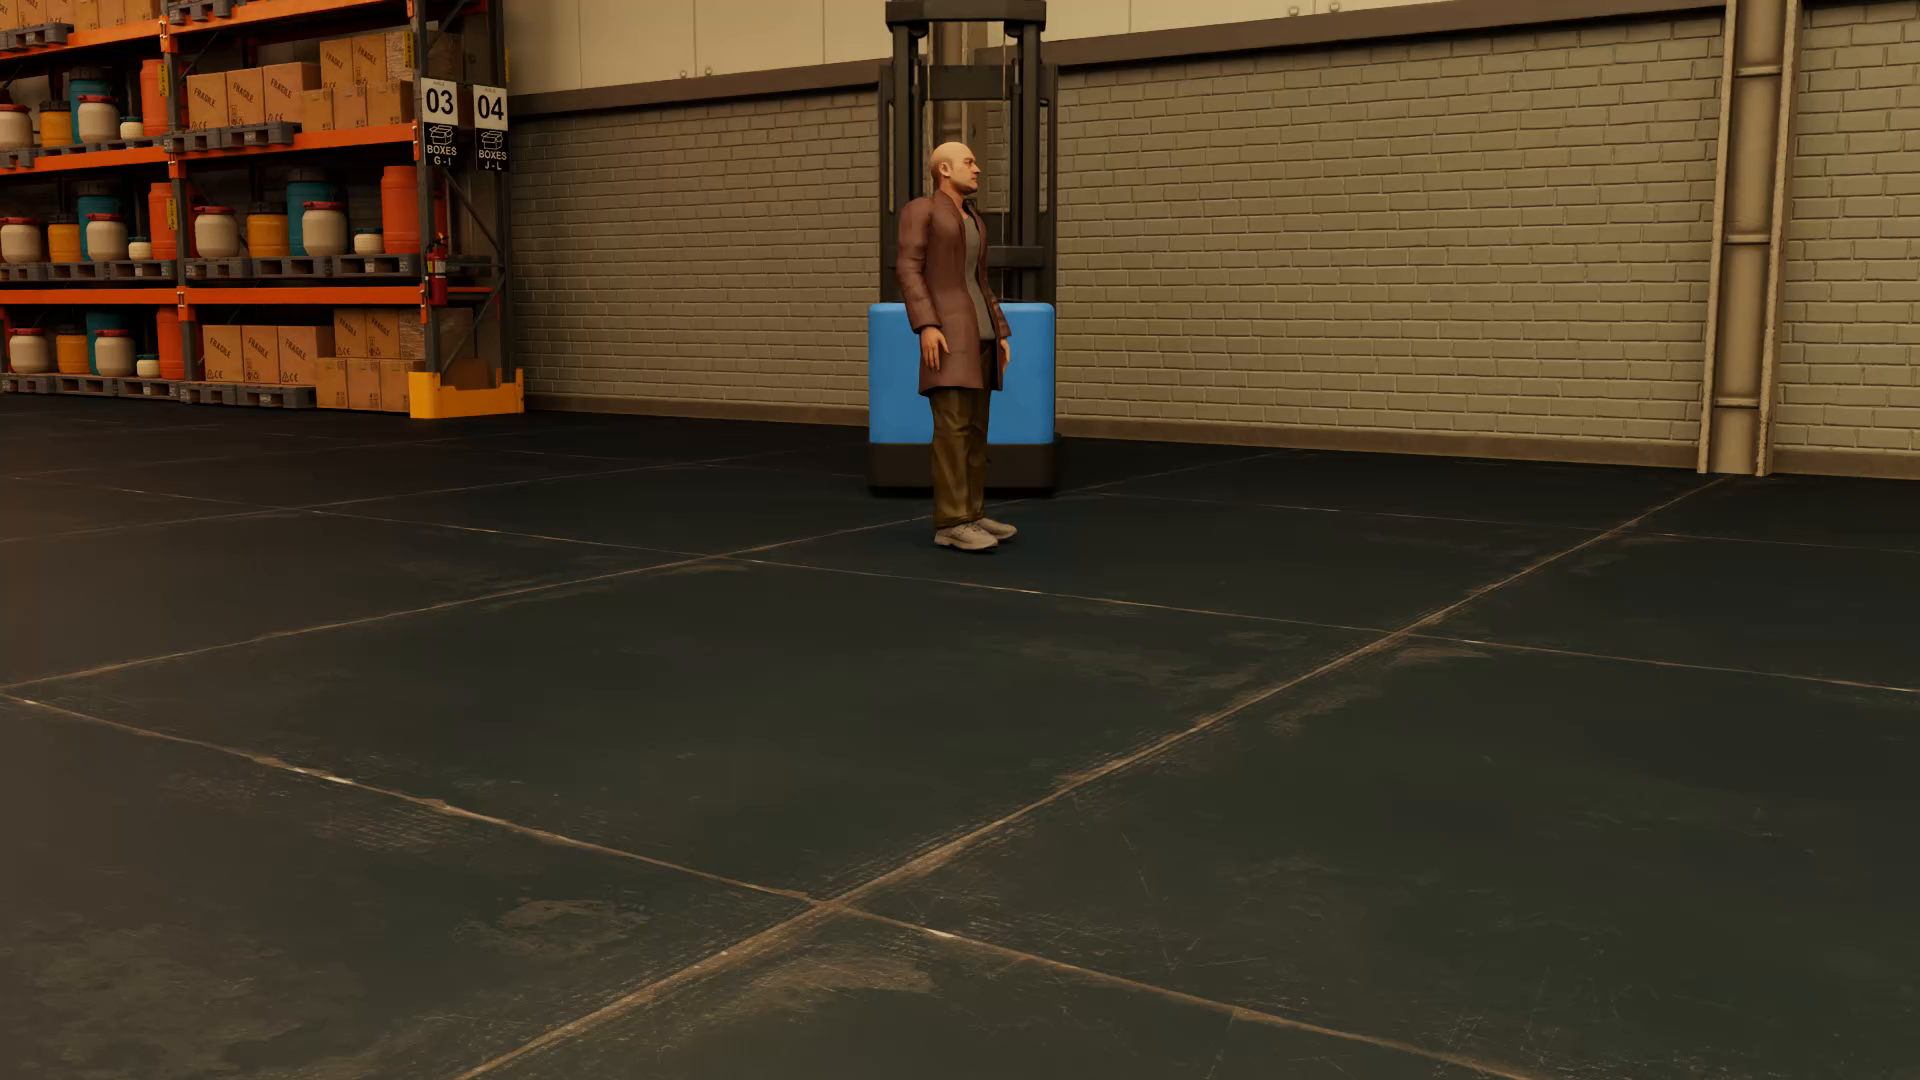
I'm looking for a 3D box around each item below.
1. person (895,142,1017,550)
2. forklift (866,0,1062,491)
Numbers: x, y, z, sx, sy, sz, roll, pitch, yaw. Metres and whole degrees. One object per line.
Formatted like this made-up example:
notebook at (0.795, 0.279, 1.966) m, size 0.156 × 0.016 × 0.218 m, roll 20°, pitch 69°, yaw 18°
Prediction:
person at (0.072, -0.879, 7.423) m, size 0.582 × 1.775 × 0.694 m, roll 5°, pitch 10°, yaw 34°
forklift at (0.059, -1.881, 10.420) m, size 1.130 × 2.935 × 3.031 m, roll 0°, pitch 8°, yaw 2°
